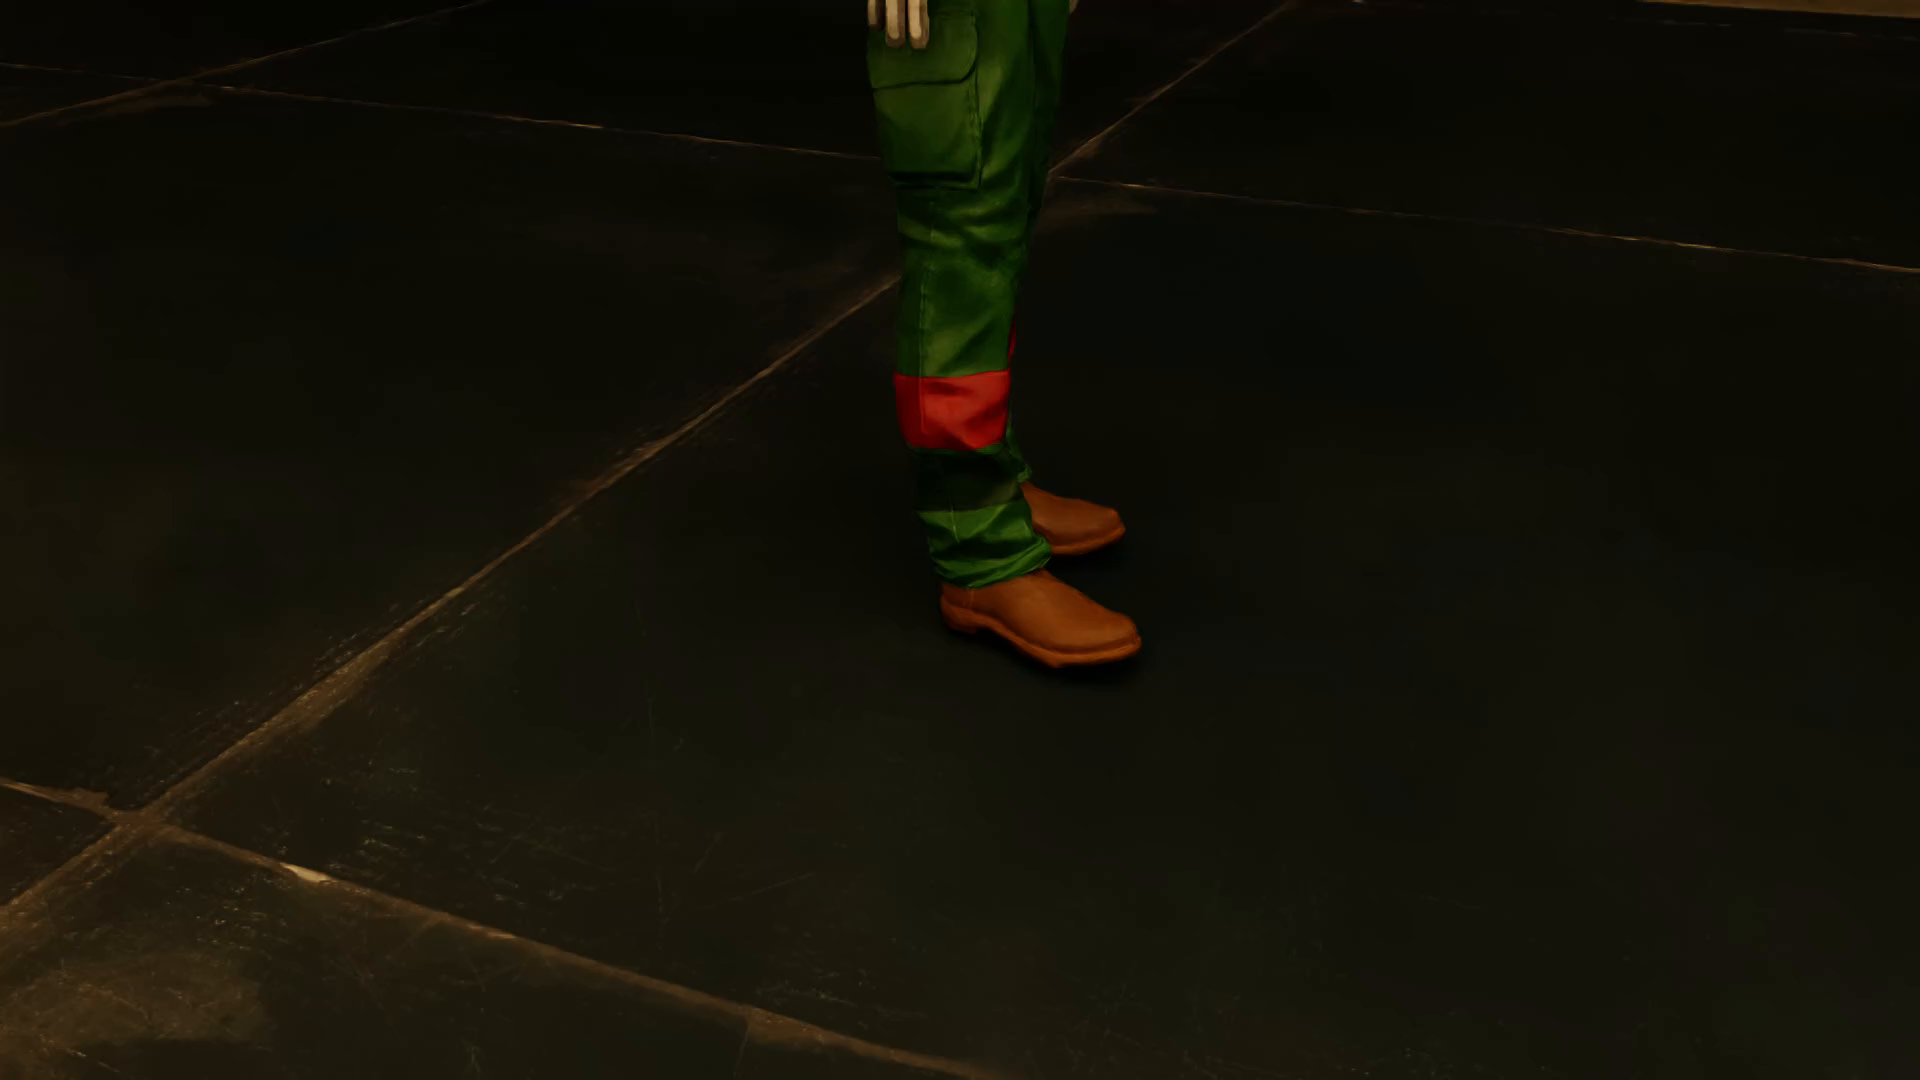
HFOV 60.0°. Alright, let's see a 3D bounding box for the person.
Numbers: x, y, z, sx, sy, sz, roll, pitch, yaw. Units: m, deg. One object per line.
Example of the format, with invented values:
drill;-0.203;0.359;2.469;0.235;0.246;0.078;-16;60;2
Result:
person;0.072;-0.782;2.049;0.559;1.787;0.637;11;29;20
